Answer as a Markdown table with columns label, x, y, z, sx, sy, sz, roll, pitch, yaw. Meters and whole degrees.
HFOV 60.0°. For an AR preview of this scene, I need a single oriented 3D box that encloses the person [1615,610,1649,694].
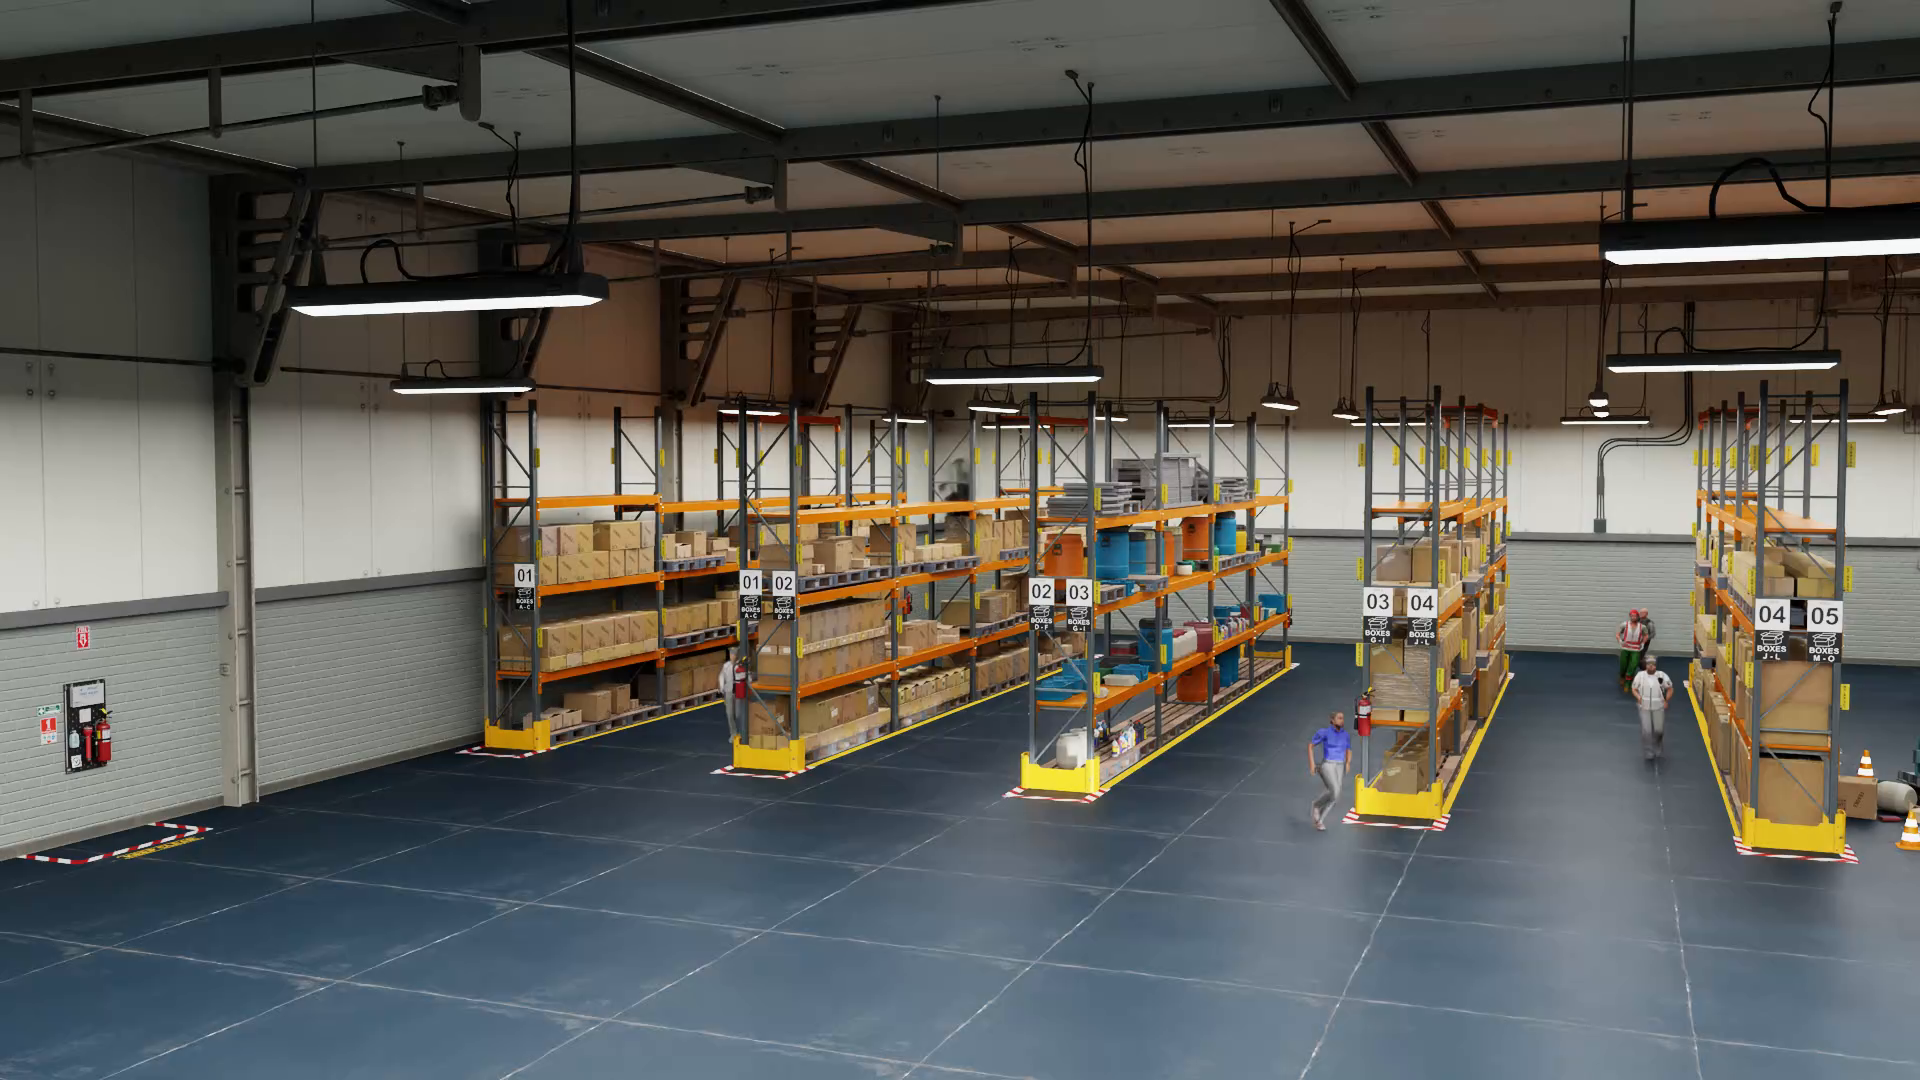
| label | x | y | z | sx | sy | sz | roll | pitch | yaw |
| --- | --- | --- | --- | --- | --- | --- | --- | --- | --- |
| person | 14.402 | 2.370 | 35.650 | 0.671 | 1.774 | 0.834 | 1 | 3 | 21 |

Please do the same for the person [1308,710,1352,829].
| label | x | y | z | sx | sy | sz | roll | pitch | yaw |
| --- | --- | --- | --- | --- | --- | --- | --- | --- | --- |
| person | 5.052 | 3.102 | 22.412 | 0.608 | 1.581 | 0.522 | -1 | 3 | -20 |

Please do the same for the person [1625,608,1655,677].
| label | x | y | z | sx | sy | sz | roll | pitch | yaw |
| --- | --- | --- | --- | --- | --- | --- | --- | --- | --- |
| person | 15.326 | 2.349 | 37.321 | 0.777 | 1.671 | 0.681 | -1 | 3 | -24 |

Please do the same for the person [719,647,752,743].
| label | x | y | z | sx | sy | sz | roll | pitch | yaw |
| --- | --- | --- | --- | --- | --- | --- | --- | --- | --- |
| person | -3.997 | 2.719 | 29.509 | 0.627 | 1.674 | 0.656 | 0 | 3 | 10 |

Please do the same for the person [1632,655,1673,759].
| label | x | y | z | sx | sy | sz | roll | pitch | yaw |
| --- | --- | --- | --- | --- | --- | --- | --- | --- | --- |
| person | 11.459 | 2.766 | 27.548 | 0.638 | 1.737 | 0.586 | 1 | 3 | 25 |
